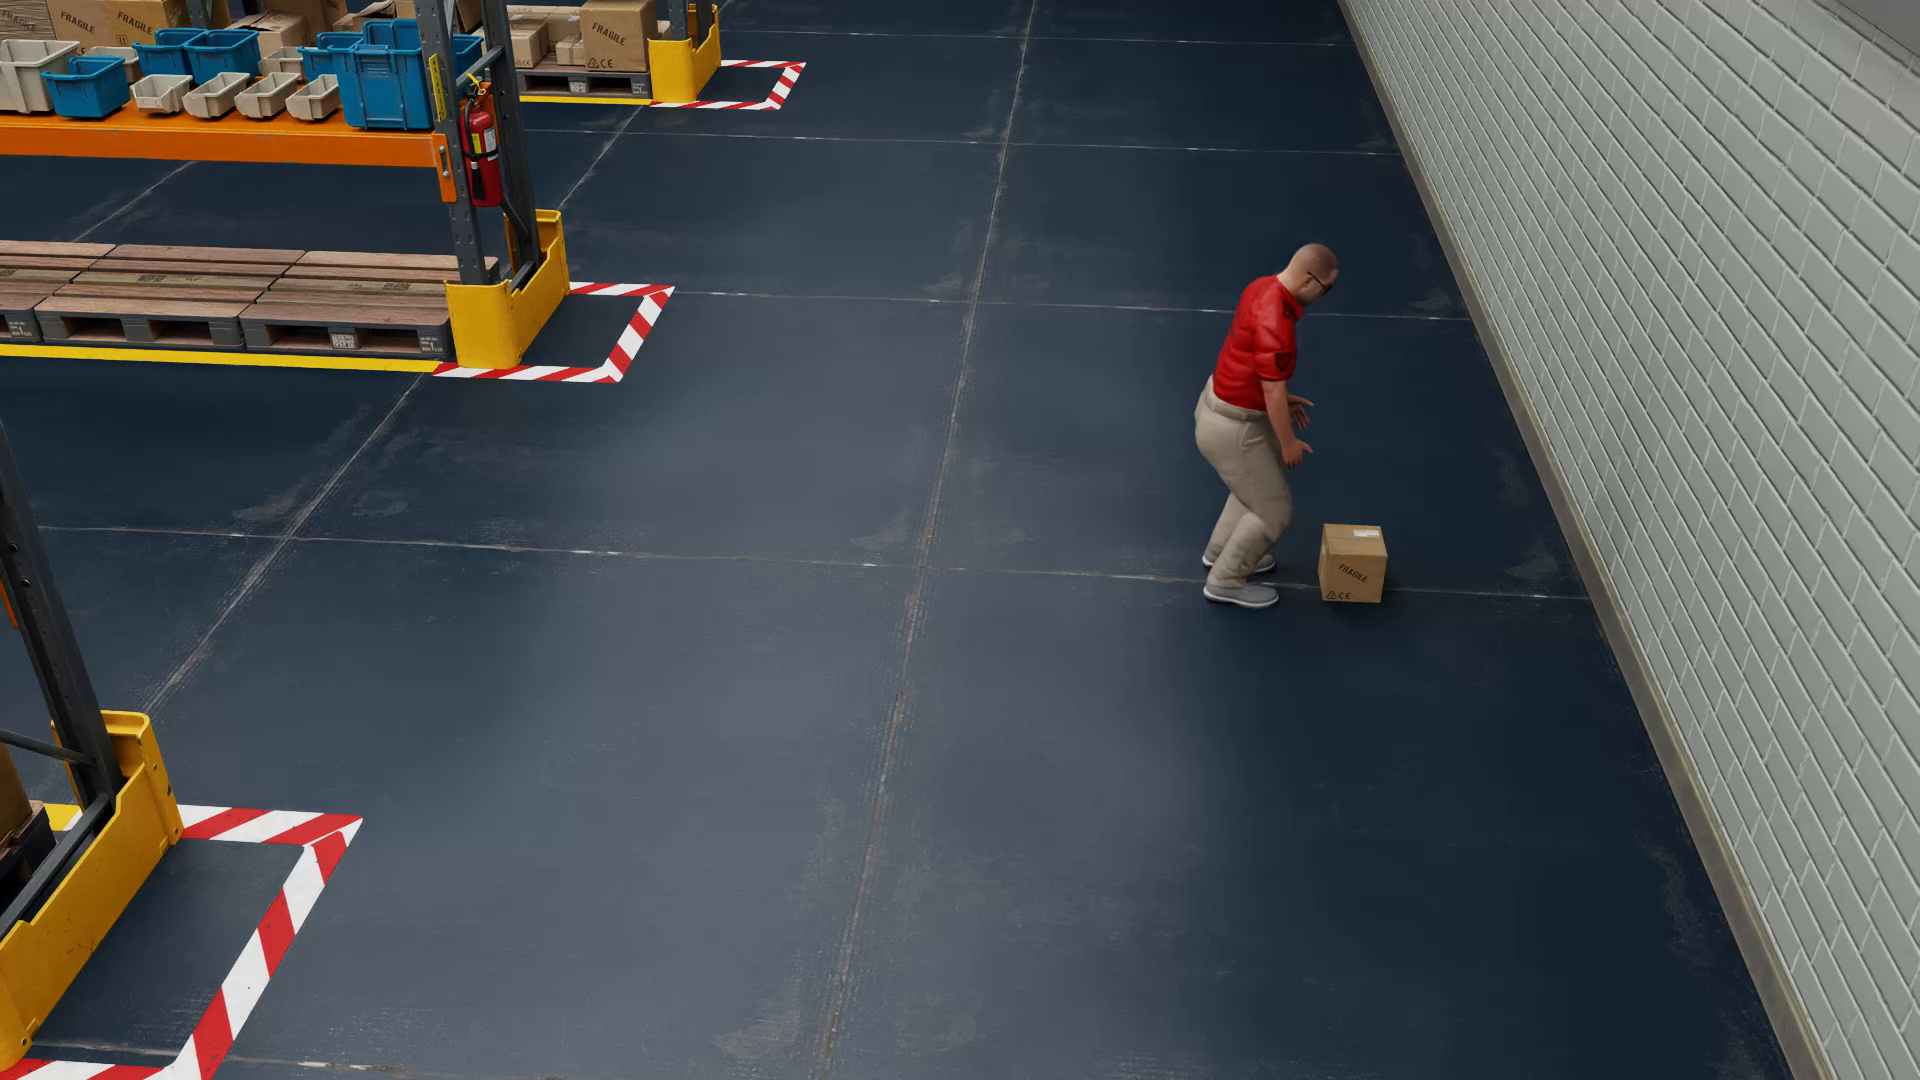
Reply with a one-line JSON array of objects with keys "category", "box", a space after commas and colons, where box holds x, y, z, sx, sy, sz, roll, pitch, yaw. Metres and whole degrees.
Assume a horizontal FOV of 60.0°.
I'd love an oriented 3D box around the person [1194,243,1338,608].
[{"category": "person", "box": [1.265, -0.507, 7.099, 0.526, 1.607, 0.575, 3, 32, 5]}]
